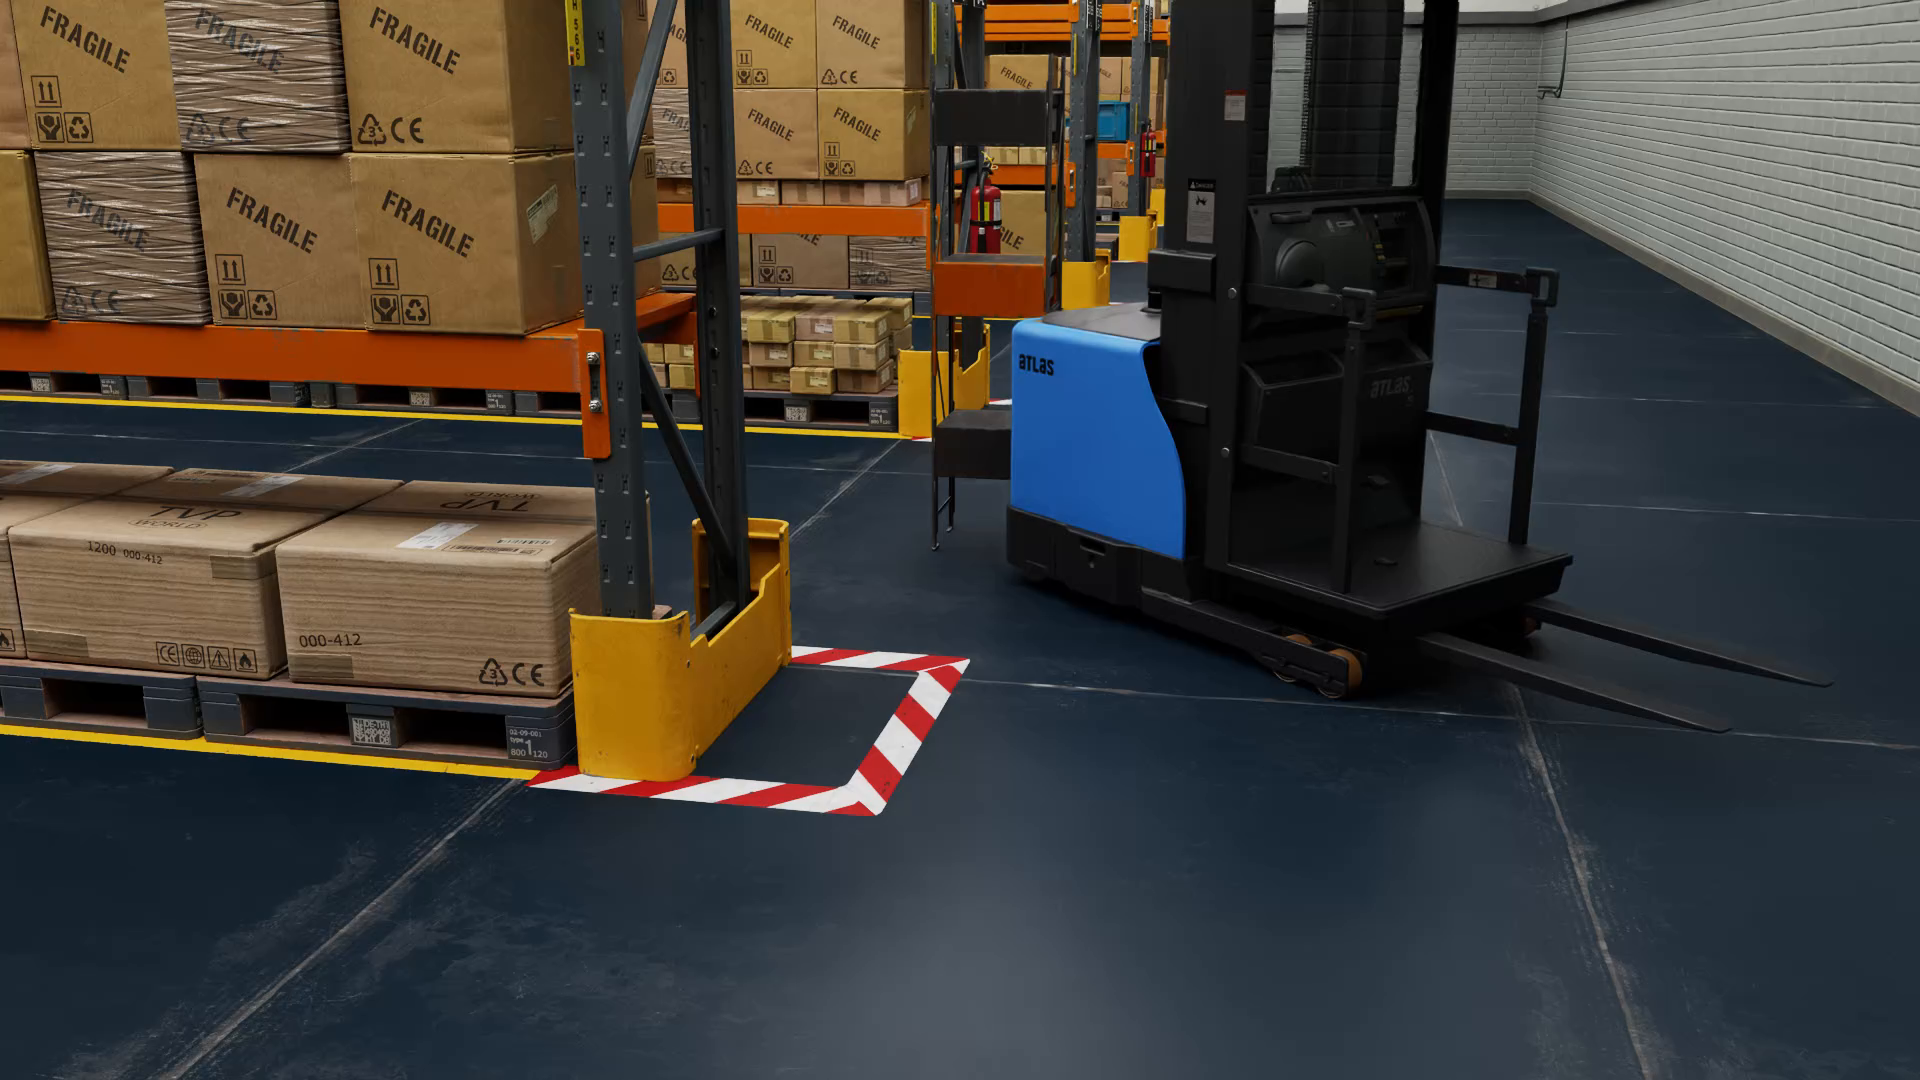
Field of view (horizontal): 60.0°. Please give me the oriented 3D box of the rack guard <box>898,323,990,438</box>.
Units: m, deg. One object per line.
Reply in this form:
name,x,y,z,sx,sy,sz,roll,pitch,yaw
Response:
rack guard,-0.084,-0.990,10.128,0.348,0.500,1.175,3,16,11

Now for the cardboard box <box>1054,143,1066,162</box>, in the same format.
cardboard box,0.795,-3.466,14.858,0.250,0.149,0.380,3,16,12

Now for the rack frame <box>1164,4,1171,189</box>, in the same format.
rack frame,3.055,-6.074,23.799,0.127,3.000,1.000,3,16,11

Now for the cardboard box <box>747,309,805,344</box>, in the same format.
cardboard box,-1.093,-1.276,9.919,0.250,0.149,0.380,3,16,10

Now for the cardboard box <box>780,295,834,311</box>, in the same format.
cardboard box,-0.971,-1.452,10.555,0.250,0.149,0.380,3,16,11

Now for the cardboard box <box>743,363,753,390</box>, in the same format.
cardboard box,-1.326,-1.026,10.129,0.250,0.149,0.380,3,16,12

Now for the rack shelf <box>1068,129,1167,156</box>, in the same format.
rack shelf,1.095,-5.833,24.279,4.000,0.370,1.077,3,16,11

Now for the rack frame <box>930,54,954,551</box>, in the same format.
rack frame,-0.077,-1.016,7.227,0.015,2.100,0.400,3,16,11

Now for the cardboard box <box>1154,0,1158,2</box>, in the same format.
cardboard box,2.501,-7.648,23.210,0.500,0.250,0.500,3,16,11

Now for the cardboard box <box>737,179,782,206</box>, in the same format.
cardboard box,-1.125,-2.052,9.753,0.250,0.149,0.380,4,16,13

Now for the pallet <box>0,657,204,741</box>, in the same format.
pallet,-2.888,0.366,5.774,1.213,0.211,1.003,3,16,11

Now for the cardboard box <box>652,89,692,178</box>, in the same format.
cardboard box,-1.504,-2.391,9.762,0.500,0.500,0.500,3,16,11

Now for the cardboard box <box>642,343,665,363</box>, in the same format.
cardboard box,-1.851,-1.185,10.148,0.250,0.149,0.380,4,16,14

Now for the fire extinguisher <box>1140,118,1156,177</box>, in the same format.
fire extinguisher,2.122,-4.434,18.724,0.183,0.674,0.296,3,16,11

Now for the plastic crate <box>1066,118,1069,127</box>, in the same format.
plastic crate,1.243,-4.860,19.621,0.300,0.233,0.416,3,16,11

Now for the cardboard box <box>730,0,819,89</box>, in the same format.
cardboard box,-1.005,-2.850,9.543,0.500,0.500,0.500,3,16,9

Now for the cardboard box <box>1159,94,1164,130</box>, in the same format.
cardboard box,2.673,-6.214,24.120,0.500,0.500,0.500,3,16,12

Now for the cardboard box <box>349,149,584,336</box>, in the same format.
cardboard box,-1.423,-0.894,4.915,0.500,0.500,0.500,3,16,11

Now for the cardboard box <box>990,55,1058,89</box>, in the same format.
cardboard box,0.548,-3.872,14.170,0.500,0.500,0.500,3,16,12

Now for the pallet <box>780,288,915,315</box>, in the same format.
pallet,-0.914,-2.226,15.133,1.213,0.211,1.003,3,16,11

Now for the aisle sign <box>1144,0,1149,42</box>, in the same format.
aisle sign,2.077,-5.950,18.484,0.004,0.787,0.394,3,16,11

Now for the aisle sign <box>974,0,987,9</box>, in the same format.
aisle sign,0.121,-3.518,9.702,0.004,0.787,0.394,3,16,11

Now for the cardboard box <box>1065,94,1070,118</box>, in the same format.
cardboard box,1.565,-6.129,23.812,0.500,0.500,0.500,3,16,12

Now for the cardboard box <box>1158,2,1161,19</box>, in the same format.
cardboard box,2.602,-7.541,23.757,0.500,0.250,0.500,3,16,11

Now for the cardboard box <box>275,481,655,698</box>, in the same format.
cardboard box,-1.564,0.134,5.404,0.875,0.438,0.875,3,16,9

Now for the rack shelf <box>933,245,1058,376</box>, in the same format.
rack shelf,0.162,-0.990,7.184,0.480,0.518,0.431,3,16,11

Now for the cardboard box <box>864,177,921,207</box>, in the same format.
cardboard box,-0.386,-2.012,9.609,0.250,0.149,0.380,3,16,11

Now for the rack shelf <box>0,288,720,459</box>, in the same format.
rack shelf,-2.857,-0.650,5.566,4.000,0.370,1.077,3,16,11

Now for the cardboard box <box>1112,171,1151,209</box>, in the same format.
cardboard box,2.473,-5.045,23.946,0.500,0.500,0.500,3,16,11

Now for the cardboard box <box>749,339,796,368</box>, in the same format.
cardboard box,-1.094,-1.143,9.994,0.250,0.149,0.380,2,16,9

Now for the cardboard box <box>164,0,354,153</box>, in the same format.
cardboard box,-1.935,-1.403,4.879,0.500,0.500,0.500,3,16,11

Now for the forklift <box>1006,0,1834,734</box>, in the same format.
forklift,1.491,-1.029,5.717,1.130,2.935,3.031,-12,19,-36

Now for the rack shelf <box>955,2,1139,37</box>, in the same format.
rack shelf,0.105,-5.983,19.201,4.000,0.370,1.077,3,16,11

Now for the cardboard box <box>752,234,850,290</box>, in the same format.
cardboard box,-1.330,-2.770,15.065,0.875,0.875,0.875,3,16,11

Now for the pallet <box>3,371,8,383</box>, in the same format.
pallet,-7.084,-1.230,11.537,1.213,0.211,1.003,3,16,11

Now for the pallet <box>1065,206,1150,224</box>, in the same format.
pallet,2.199,-4.776,24.338,1.213,0.211,1.003,3,16,11

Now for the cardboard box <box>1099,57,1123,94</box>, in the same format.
cardboard box,2.069,-6.582,23.574,0.500,0.500,0.500,4,16,13

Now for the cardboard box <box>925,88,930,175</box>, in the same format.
cardboard box,-0.395,-2.478,10.074,0.500,0.500,0.500,4,16,14

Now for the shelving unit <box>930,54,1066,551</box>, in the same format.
shelving unit,0.162,-1.003,7.180,0.503,2.100,0.431,3,16,11

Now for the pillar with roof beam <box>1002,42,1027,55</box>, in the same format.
pillar with roof beam,0.119,-9.536,25.062,0.400,9.000,9.100,3,16,11

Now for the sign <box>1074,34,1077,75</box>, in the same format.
sign,0.956,-4.013,13.748,0.005,0.325,0.100,3,16,11

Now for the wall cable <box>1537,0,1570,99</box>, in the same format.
wall cable,9.510,-8.370,26.668,0.112,2.526,3.097,3,16,11

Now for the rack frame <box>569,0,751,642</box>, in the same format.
rack frame,-0.897,-0.890,5.085,0.127,3.000,1.000,3,16,11

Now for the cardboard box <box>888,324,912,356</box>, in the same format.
cardboard box,-0.472,-1.257,10.407,0.250,0.149,0.380,4,16,13

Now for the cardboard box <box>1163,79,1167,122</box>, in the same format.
cardboard box,3.537,-7.539,28.526,0.700,0.700,0.980,4,16,14

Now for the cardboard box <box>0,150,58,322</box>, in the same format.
cardboard box,-2.926,-0.974,5.202,0.500,0.500,0.500,4,16,13

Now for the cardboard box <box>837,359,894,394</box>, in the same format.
cardboard box,-0.567,-0.992,10.008,0.250,0.149,0.380,3,16,12

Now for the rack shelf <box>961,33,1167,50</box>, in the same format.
rack shelf,2.079,-8.575,28.557,4.000,0.370,1.077,3,16,11

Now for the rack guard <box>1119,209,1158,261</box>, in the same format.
rack guard,2.091,-3.575,19.463,0.348,0.500,1.175,3,16,11

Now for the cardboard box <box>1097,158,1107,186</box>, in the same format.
cardboard box,2.349,-6.432,28.987,0.500,0.500,0.700,3,16,9

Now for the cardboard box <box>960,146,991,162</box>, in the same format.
cardboard box,0.161,-3.321,14.333,0.250,0.149,0.380,3,16,11

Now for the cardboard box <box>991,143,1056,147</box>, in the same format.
cardboard box,0.550,-3.510,14.267,0.500,0.250,0.500,3,16,10

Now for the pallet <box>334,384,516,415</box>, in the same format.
pallet,-3.265,-1.033,10.824,1.213,0.211,1.003,3,16,11
